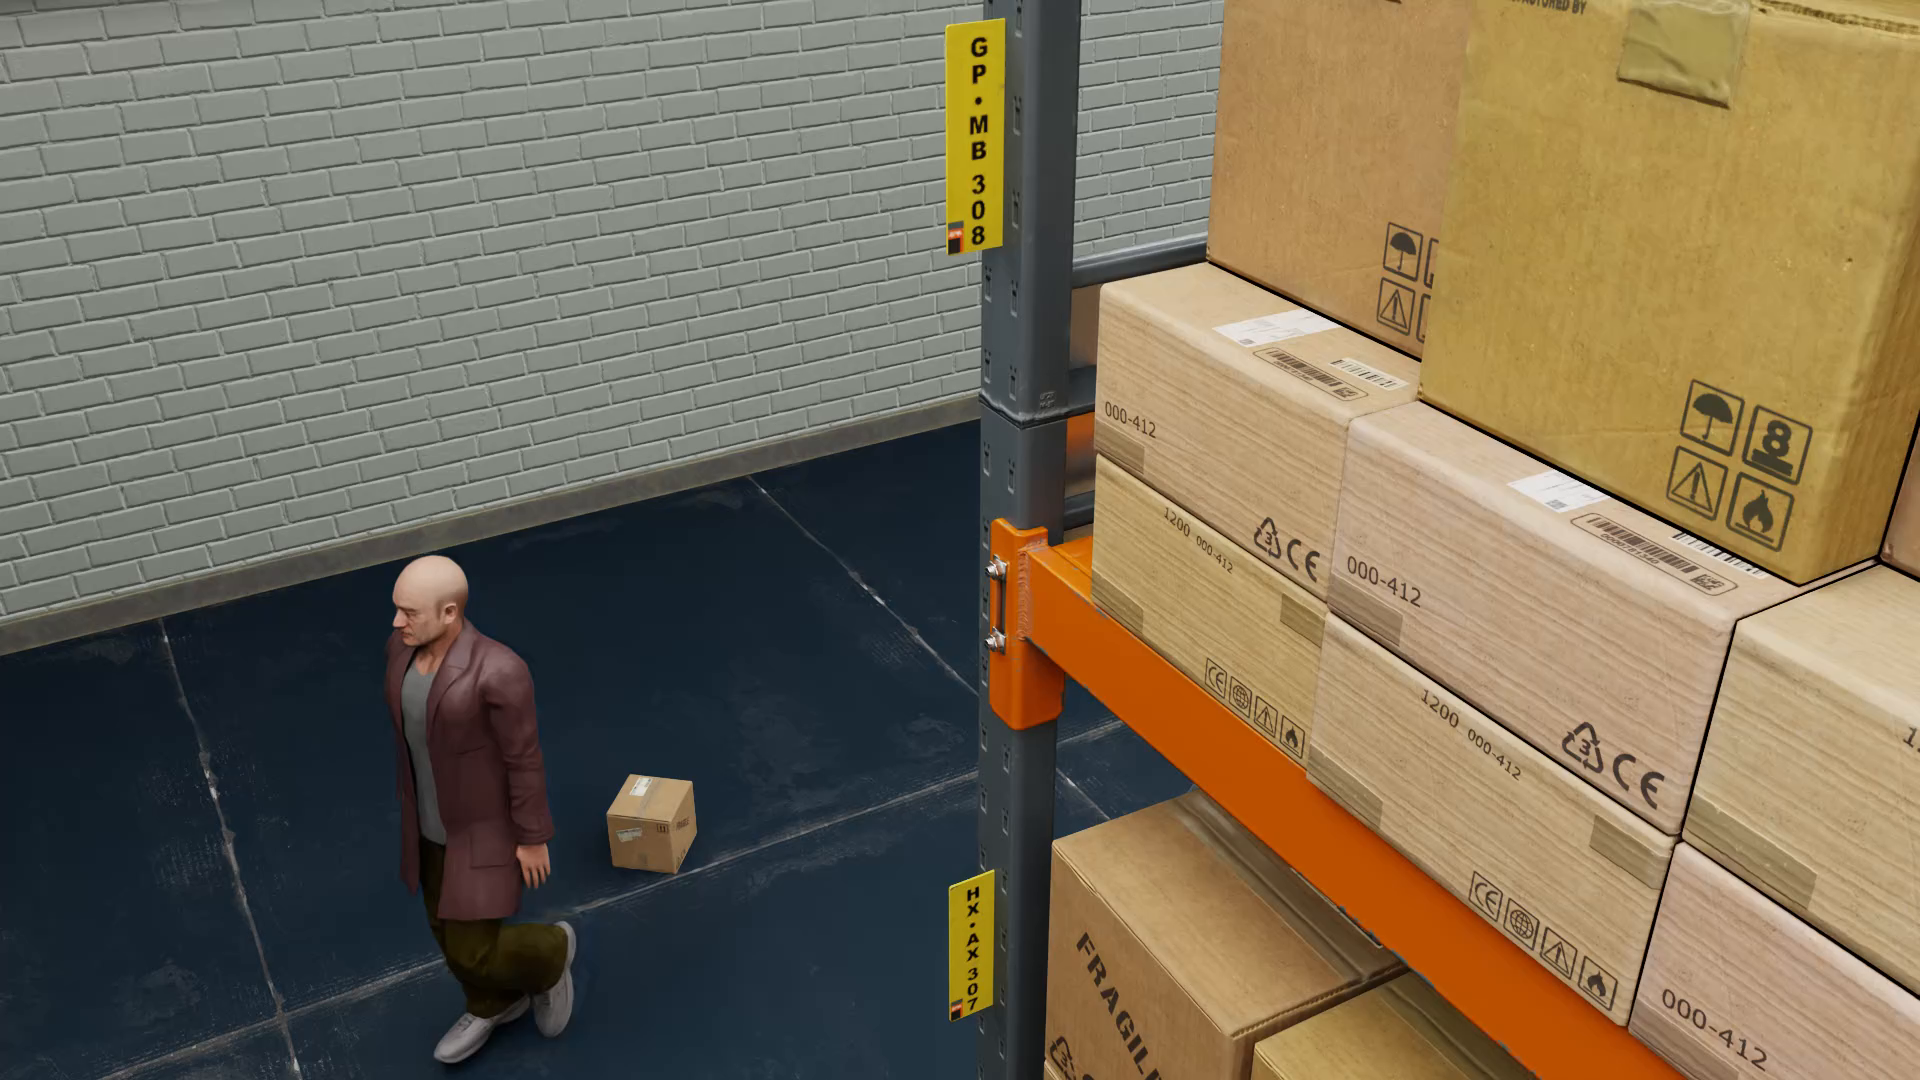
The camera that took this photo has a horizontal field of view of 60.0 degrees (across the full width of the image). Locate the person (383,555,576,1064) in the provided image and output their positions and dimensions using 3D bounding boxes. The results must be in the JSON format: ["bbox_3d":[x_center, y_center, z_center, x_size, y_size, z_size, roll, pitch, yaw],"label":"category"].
[{"bbox_3d":[-1.486,0.844,5.033,0.607,1.775,0.525,17,33,29],"label":"person"}]
